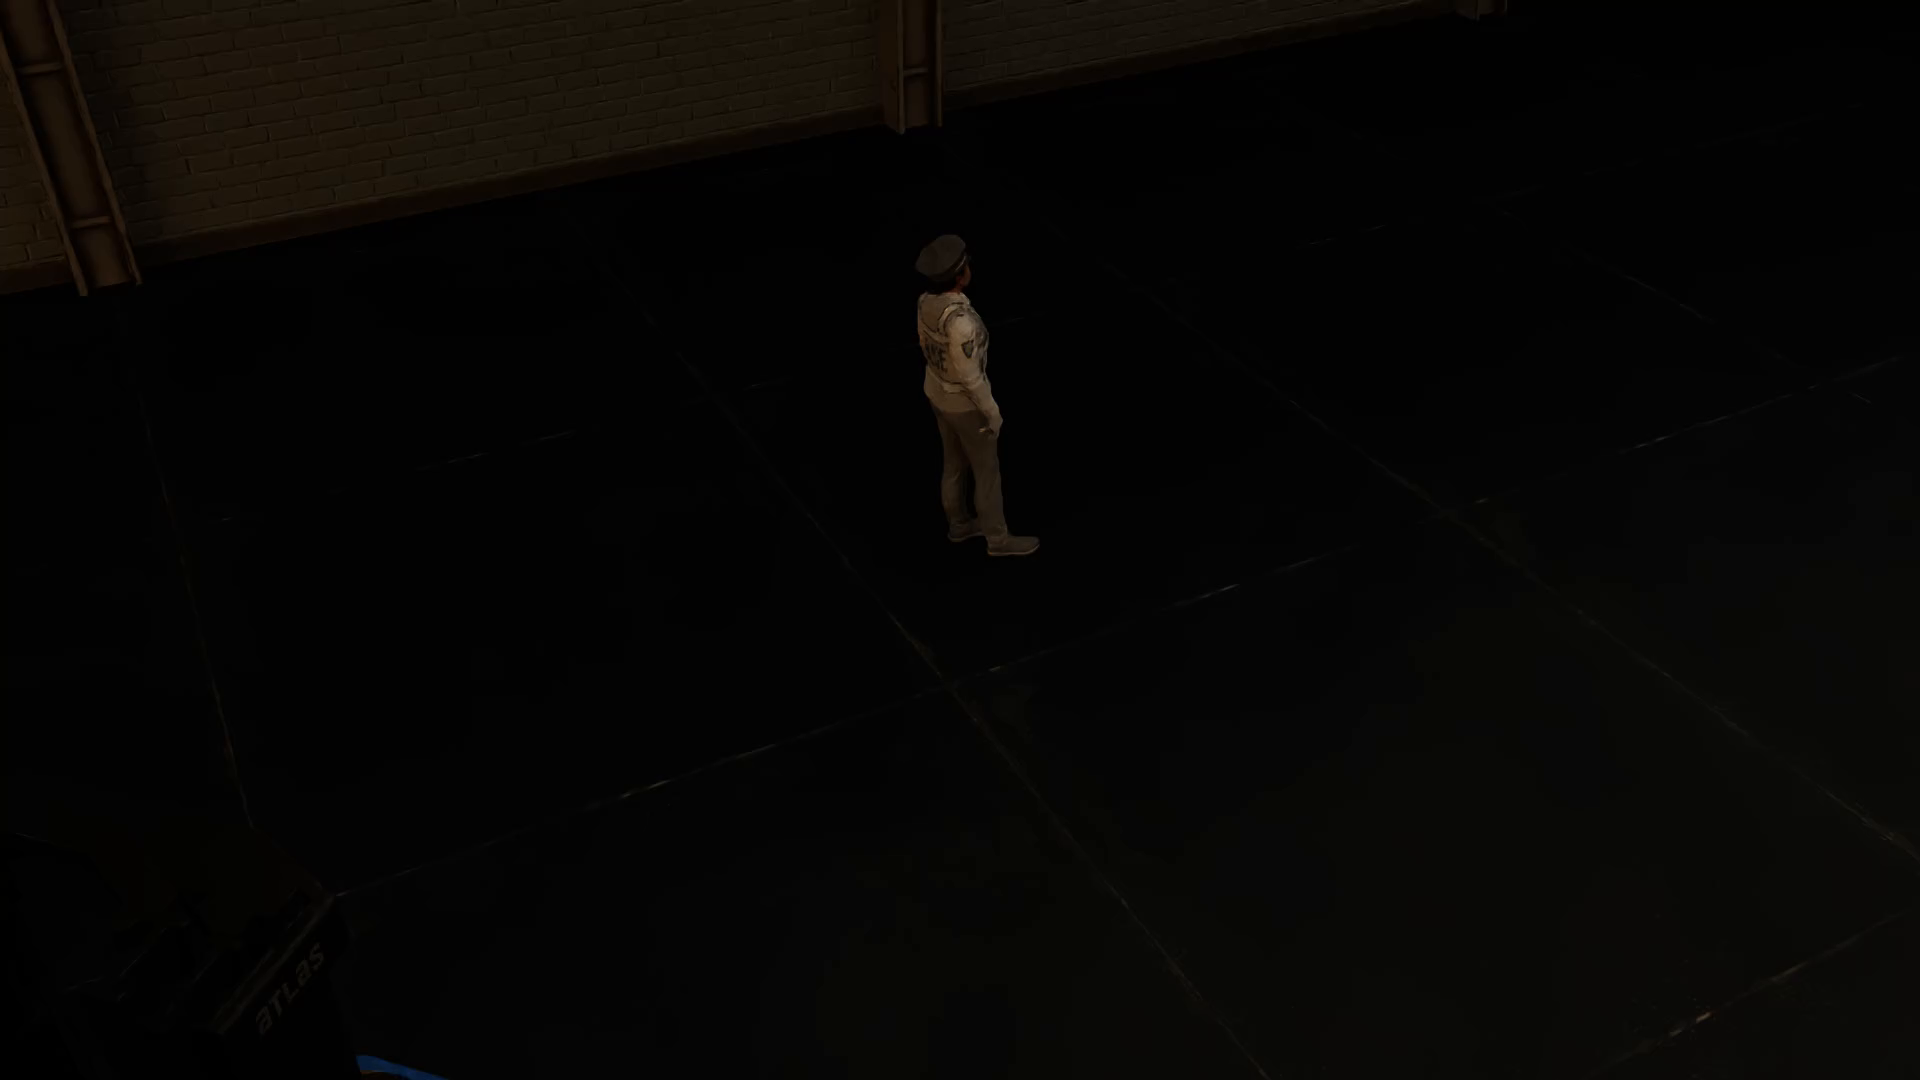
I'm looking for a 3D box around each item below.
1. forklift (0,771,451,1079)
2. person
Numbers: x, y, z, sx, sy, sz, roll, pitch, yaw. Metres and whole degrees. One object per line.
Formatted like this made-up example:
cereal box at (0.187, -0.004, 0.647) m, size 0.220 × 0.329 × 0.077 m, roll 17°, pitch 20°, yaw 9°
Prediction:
forklift at (-1.764, 2.028, 3.254) m, size 1.130 × 2.935 × 3.031 m, roll 11°, pitch 37°, yaw 15°
person at (0.063, -0.713, 8.190) m, size 0.532 × 1.695 × 0.586 m, roll -17°, pitch 39°, yaw -23°
